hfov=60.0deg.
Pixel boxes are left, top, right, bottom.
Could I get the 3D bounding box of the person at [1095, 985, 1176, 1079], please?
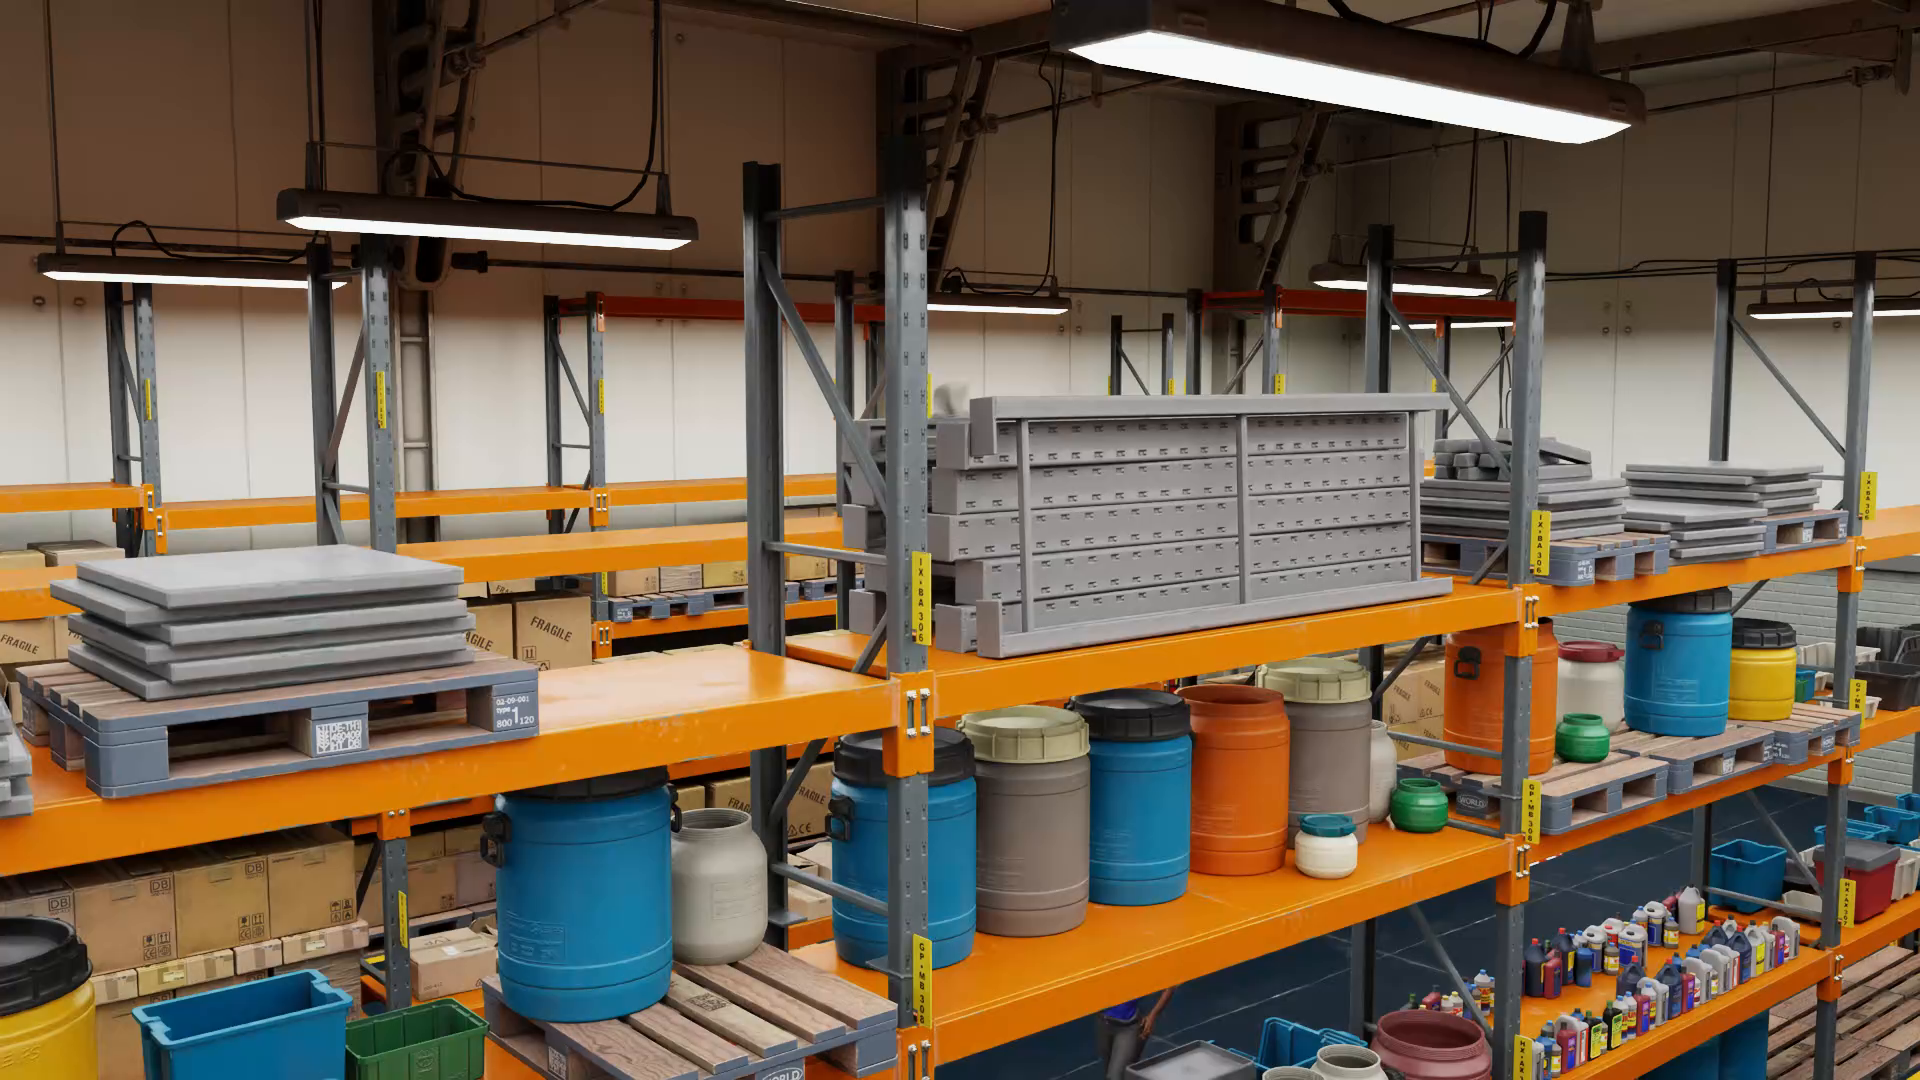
[{"bbox_3d":[1.063,3.299,10.971,0.556,1.701,0.714,5,7,42],"label":"person"}]
